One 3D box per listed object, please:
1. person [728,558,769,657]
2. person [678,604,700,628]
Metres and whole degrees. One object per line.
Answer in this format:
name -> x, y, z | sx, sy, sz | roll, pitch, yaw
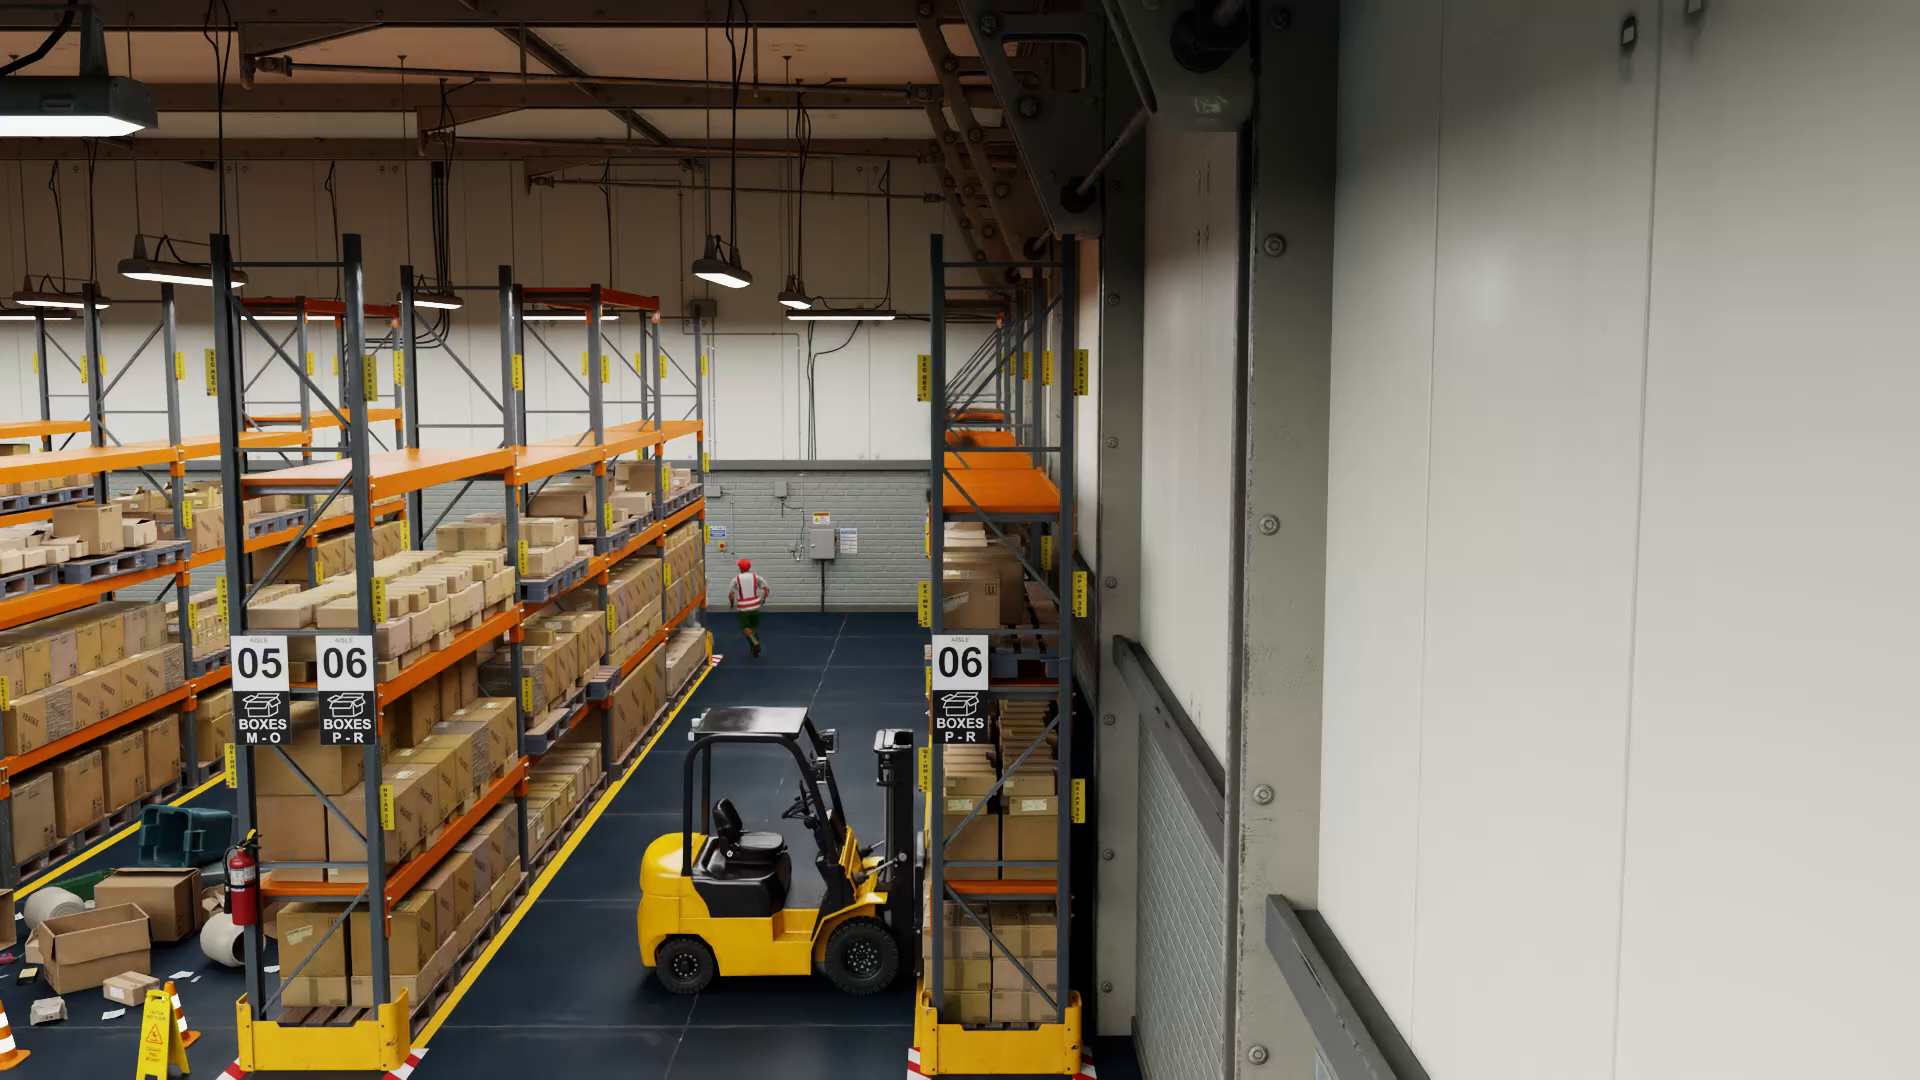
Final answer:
person -> -3.618, 1.173, 28.419 | 0.715, 1.742, 0.601 | -3, 7, -24
person -> -4.727, 1.068, 29.109 | 0.670, 1.533, 0.596 | 1, 6, 13
